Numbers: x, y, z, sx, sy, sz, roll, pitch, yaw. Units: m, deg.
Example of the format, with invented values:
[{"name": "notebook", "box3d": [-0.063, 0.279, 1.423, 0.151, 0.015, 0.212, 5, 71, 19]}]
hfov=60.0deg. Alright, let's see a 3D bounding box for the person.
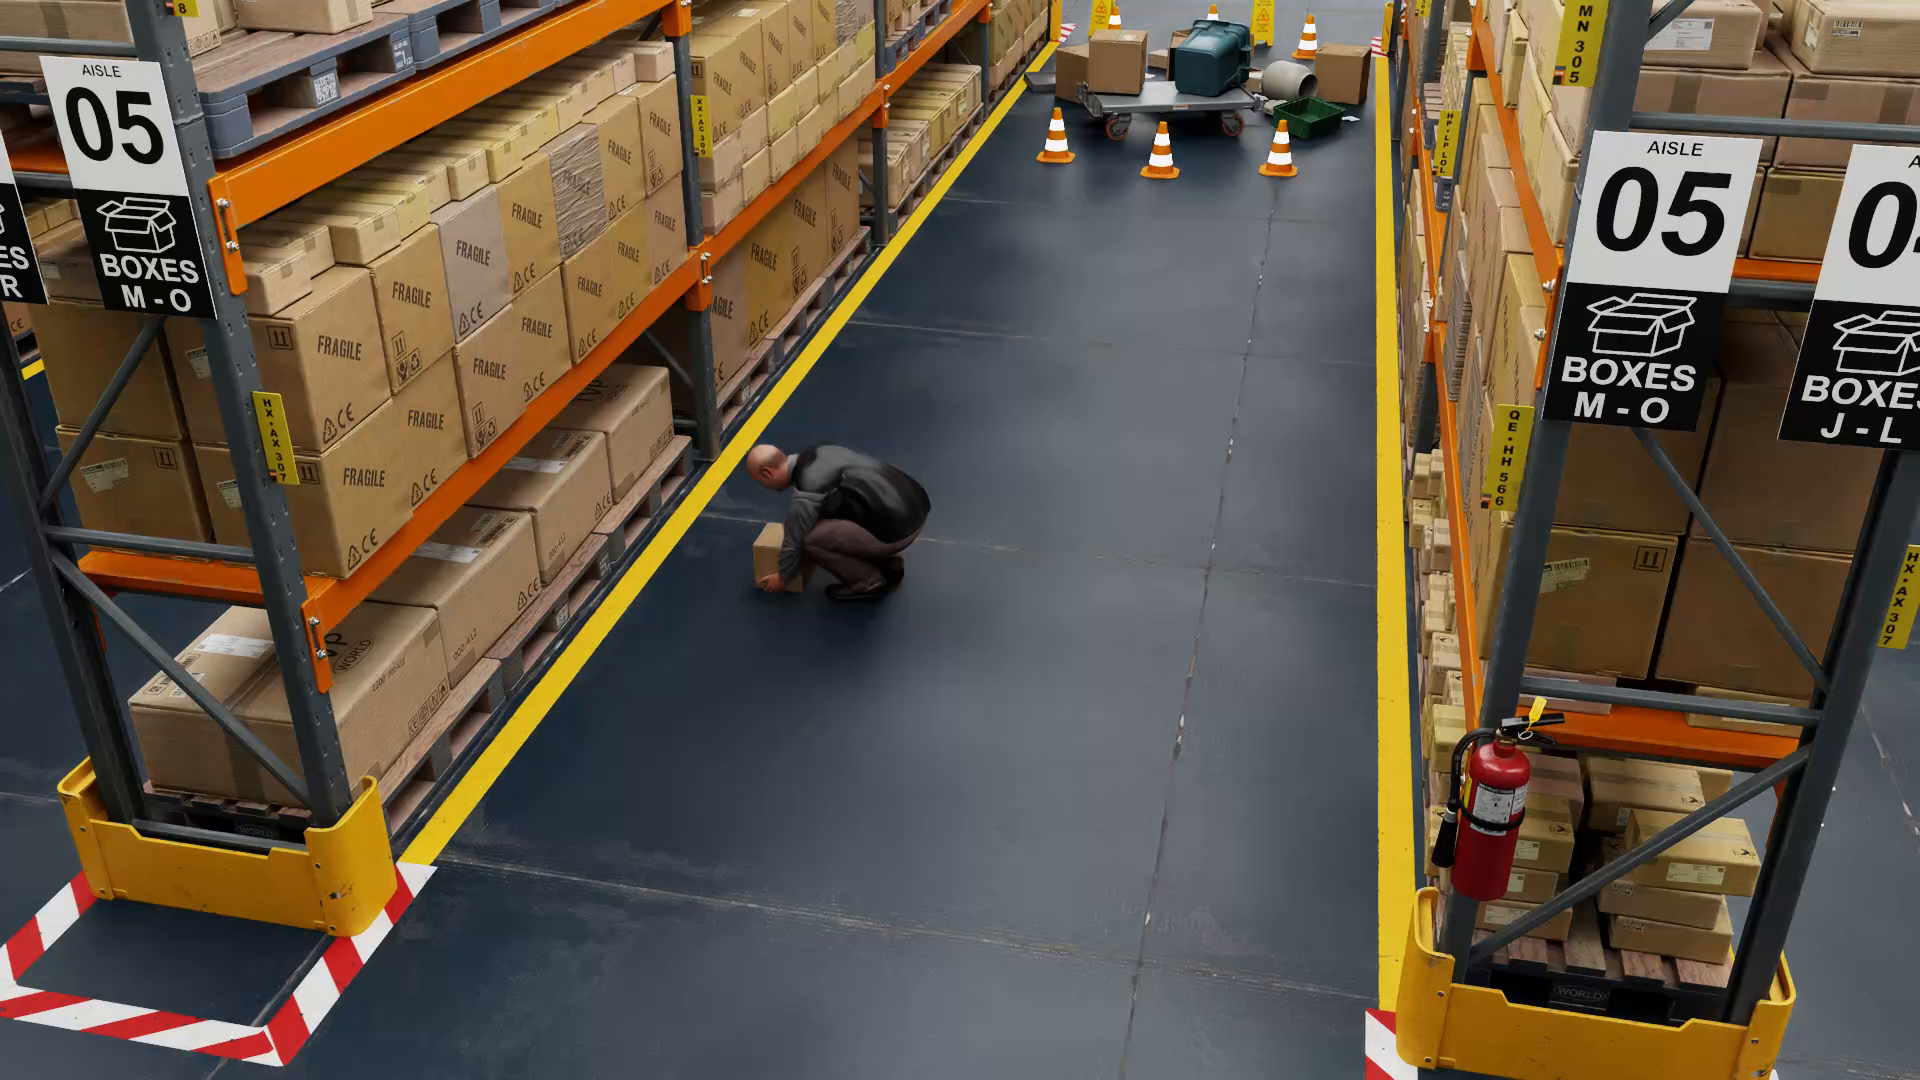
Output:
[{"name": "person", "box3d": [-0.607, -0.088, 8.360, 0.893, 0.832, 0.526, 6, 29, 10]}]
